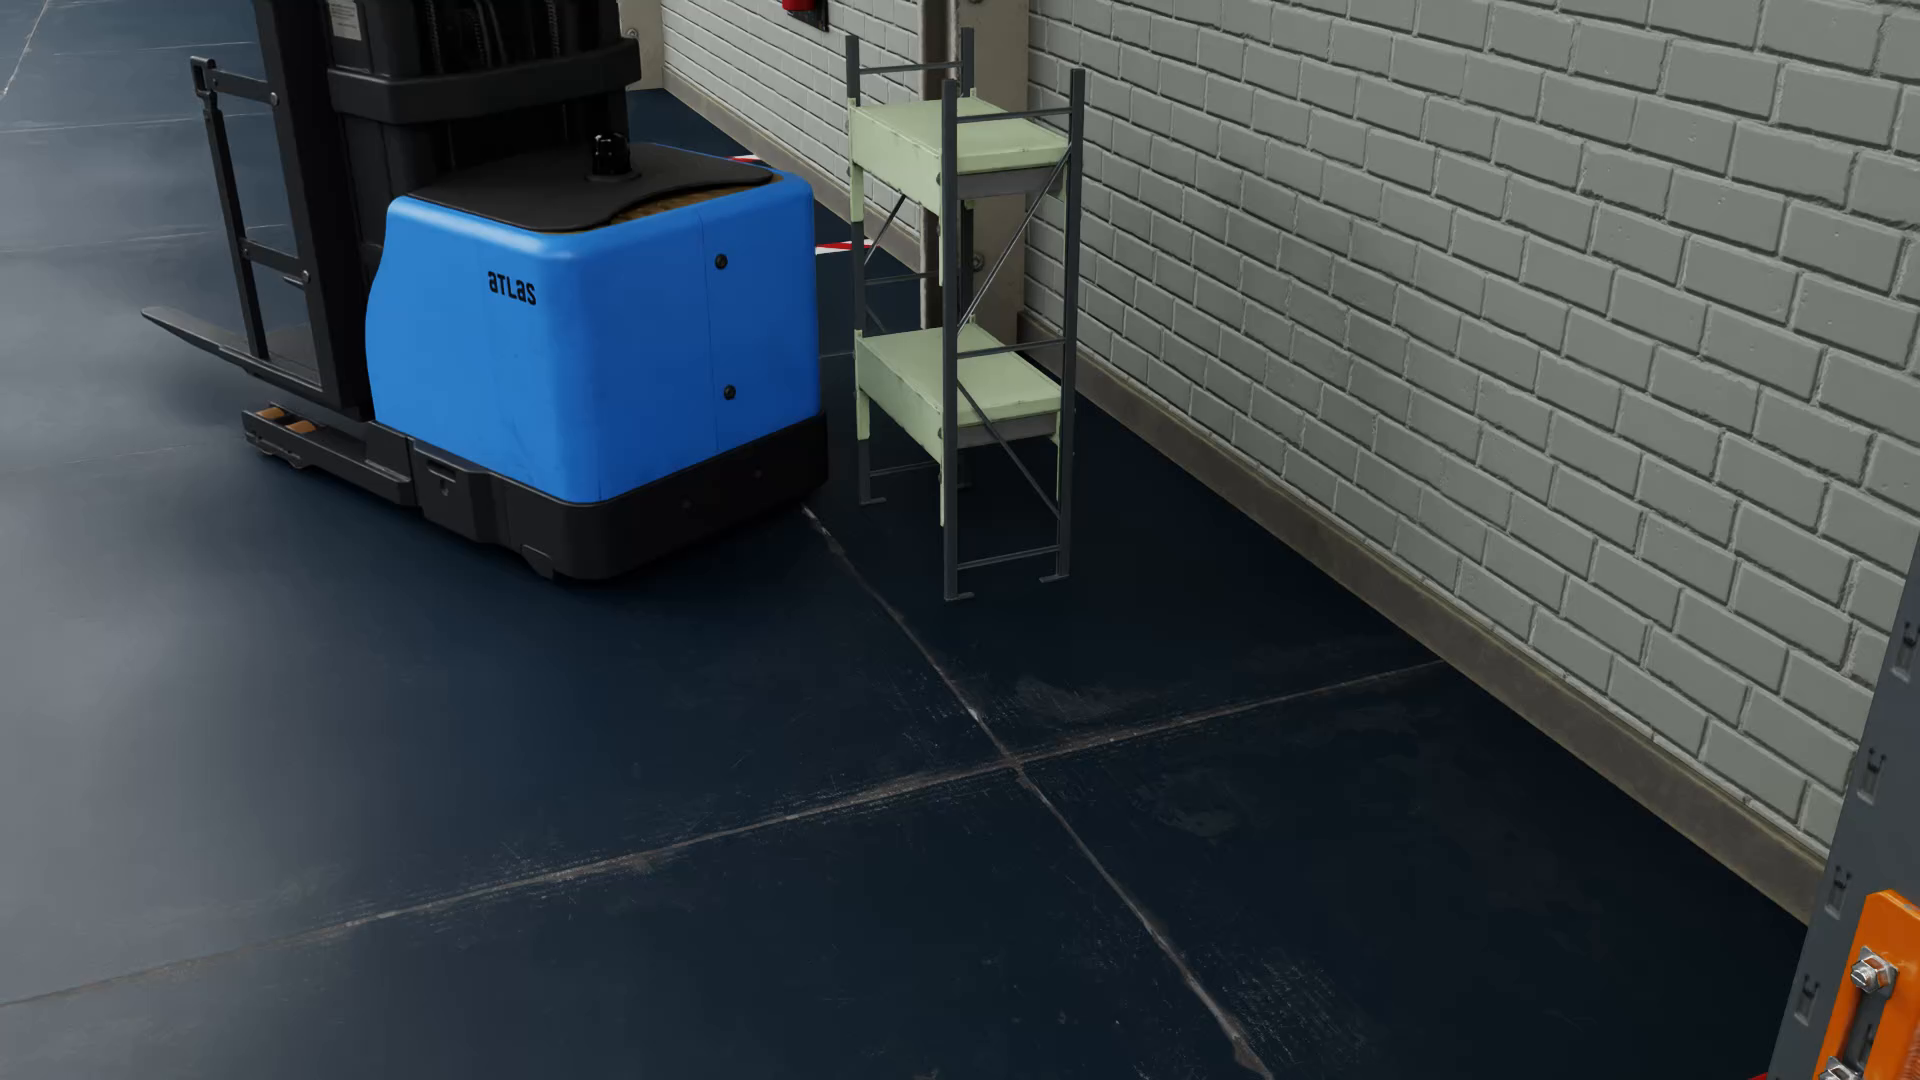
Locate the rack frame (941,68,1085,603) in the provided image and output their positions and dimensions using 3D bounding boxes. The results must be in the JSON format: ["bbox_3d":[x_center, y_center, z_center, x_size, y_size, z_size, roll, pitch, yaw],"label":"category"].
[{"bbox_3d":[0.141,-0.529,4.624,0.400,1.500,0.023,-11,28,-21],"label":"rack frame"}]

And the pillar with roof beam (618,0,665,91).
[{"bbox_3d":[-6.262,-6.587,8.485,9.100,9.000,0.400,-11,28,-21],"label":"pillar with roof beam"}]

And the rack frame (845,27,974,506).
[{"bbox_3d":[-0.146,-0.824,5.229,0.400,1.500,0.023,-11,28,-21],"label":"rack frame"}]

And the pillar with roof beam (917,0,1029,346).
[{"bbox_3d":[-3.912,-4.165,3.524,9.100,9.000,0.400,-11,28,-21],"label":"pillar with roof beam"}]

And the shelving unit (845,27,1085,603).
[{"bbox_3d":[-0.003,-0.677,4.926,0.431,1.500,0.755,-11,28,-21],"label":"shelving unit"}]

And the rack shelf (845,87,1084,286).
[{"bbox_3d":[-0.003,-1.027,4.755,0.431,0.370,0.720,-11,28,-21],"label":"rack shelf"}]

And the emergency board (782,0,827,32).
[{"bbox_3d":[-0.884,-3.213,8.412,0.194,1.169,0.643,-11,28,-21],"label":"emergency board"}]

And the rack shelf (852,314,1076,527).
[{"bbox_3d":[-0.003,-0.384,5.069,0.431,0.370,0.720,-11,28,-21],"label":"rack shelf"}]

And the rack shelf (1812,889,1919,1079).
[{"bbox_3d":[2.112,1.210,0.173,1.077,0.370,4.000,-11,28,-21],"label":"rack shelf"}]

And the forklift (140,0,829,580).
[{"bbox_3d":[-1.889,-1.718,5.429,3.031,2.935,1.130,20,32,35],"label":"forklift"}]
